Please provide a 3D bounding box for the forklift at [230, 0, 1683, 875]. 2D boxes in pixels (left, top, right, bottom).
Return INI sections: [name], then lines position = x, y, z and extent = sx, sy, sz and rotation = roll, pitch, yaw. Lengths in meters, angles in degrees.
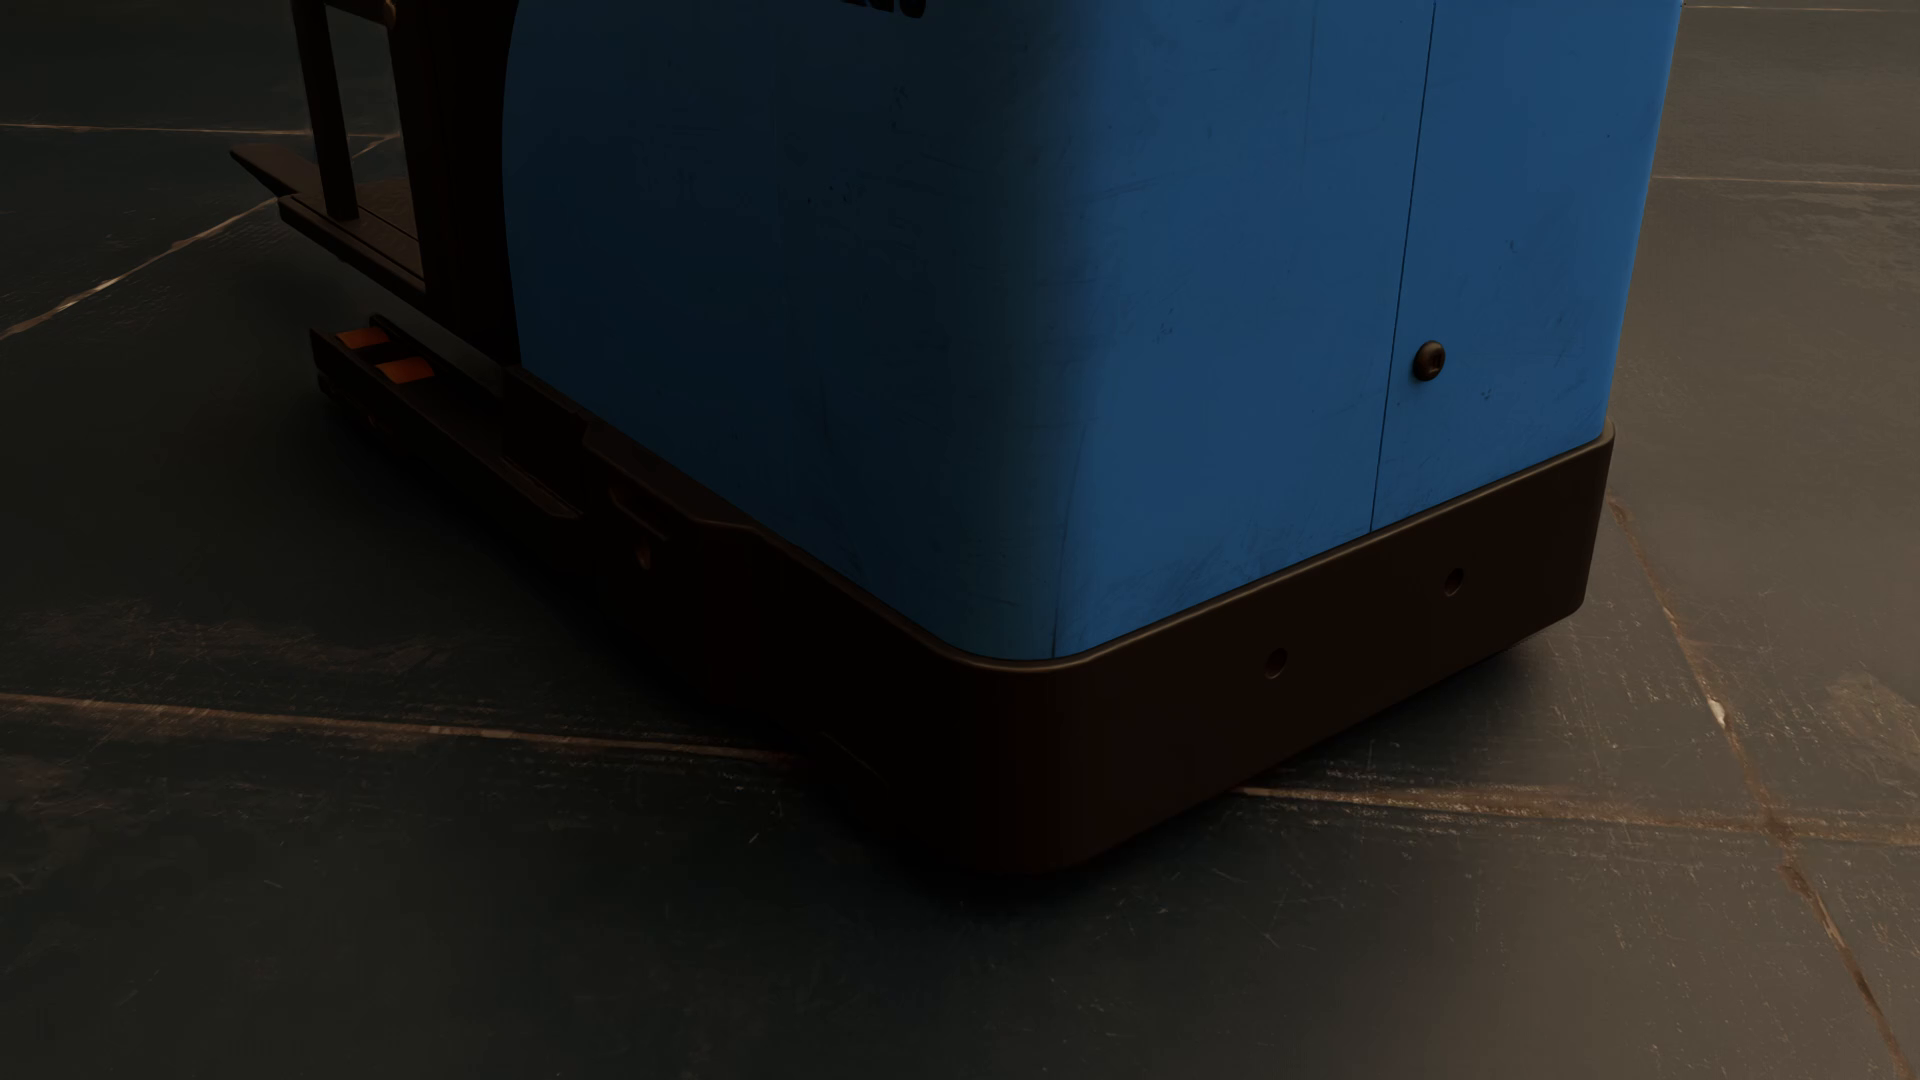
[forklift]
position = -0.473, -1.569, 2.362
extent = 1.130, 2.935, 3.031
rotation = -19, 32, -33
